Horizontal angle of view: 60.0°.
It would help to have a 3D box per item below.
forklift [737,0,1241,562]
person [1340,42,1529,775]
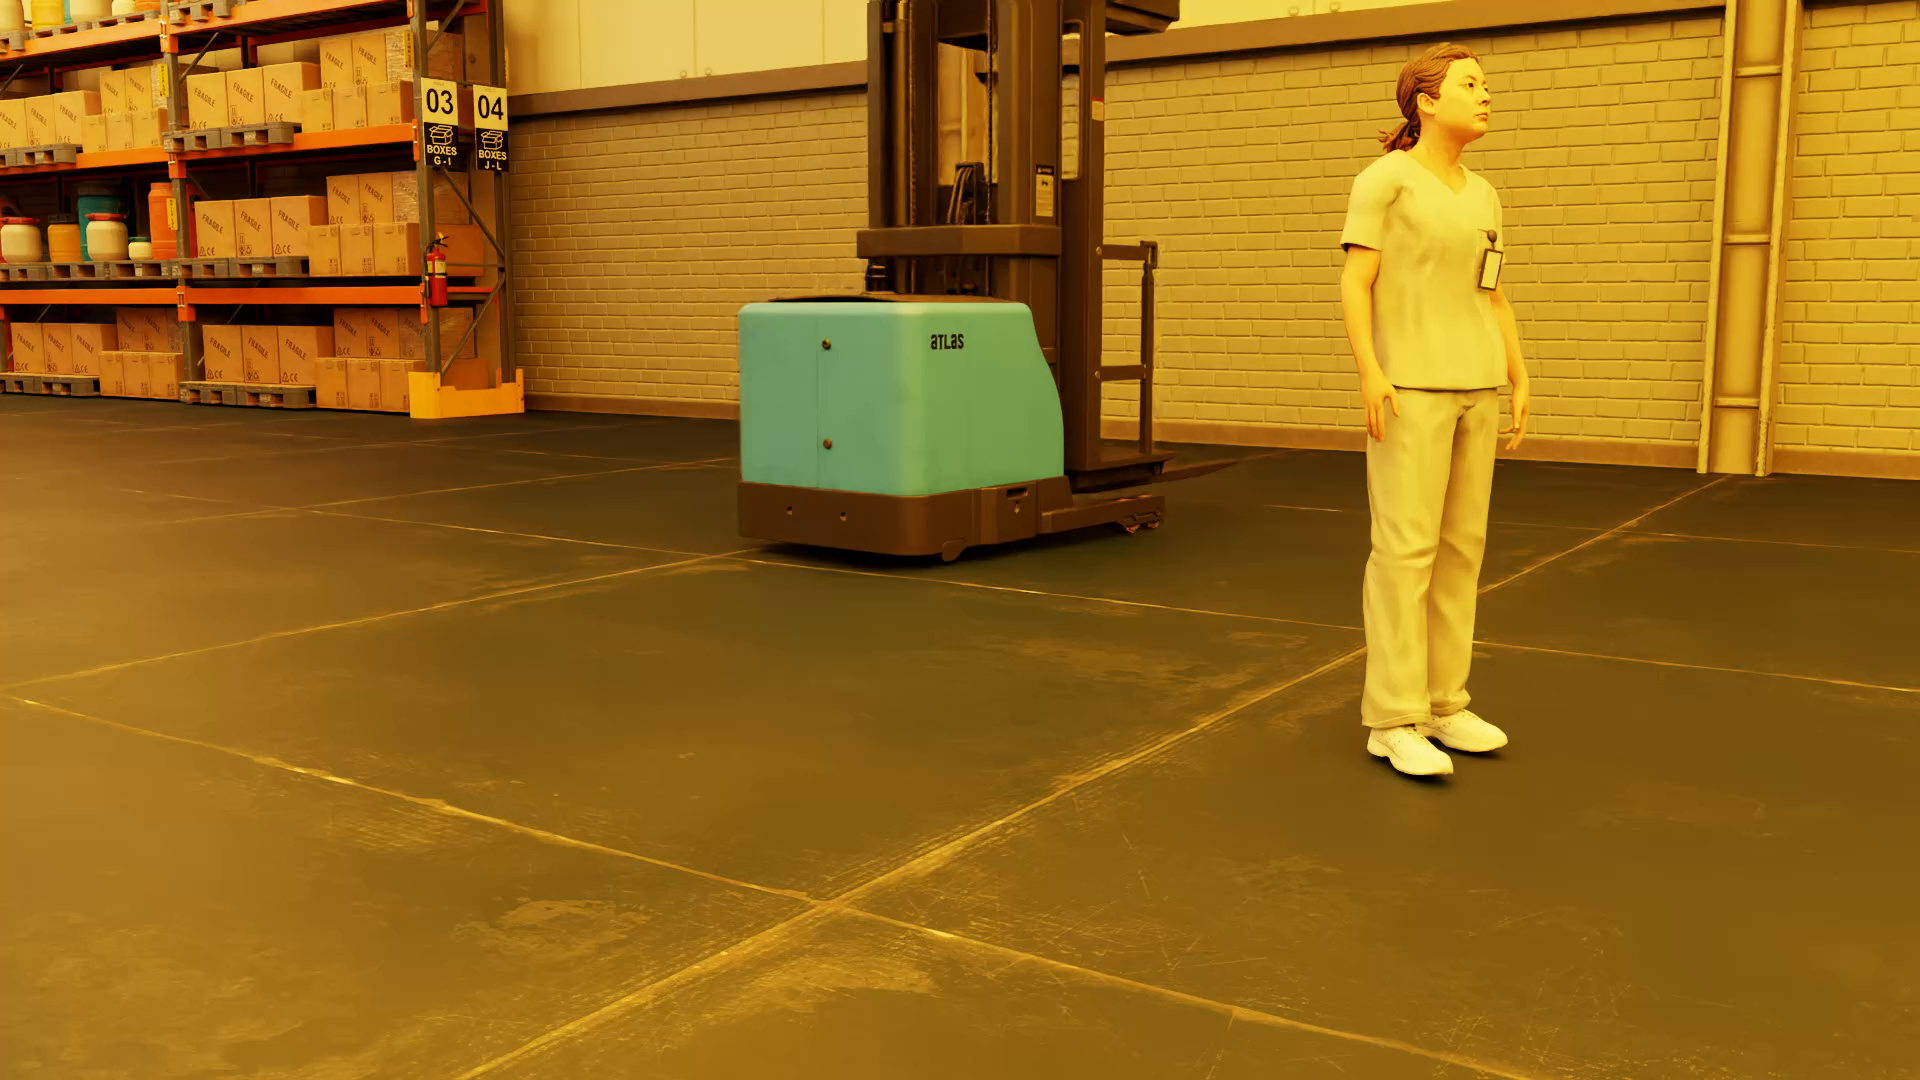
[{"bbox_3d":[0.336,-1.523,7.900,1.130,2.935,3.031,6,10,37],"label":"forklift"},{"bbox_3d":[1.167,-0.333,3.941,0.550,1.673,0.548,-4,9,-28],"label":"person"}]
